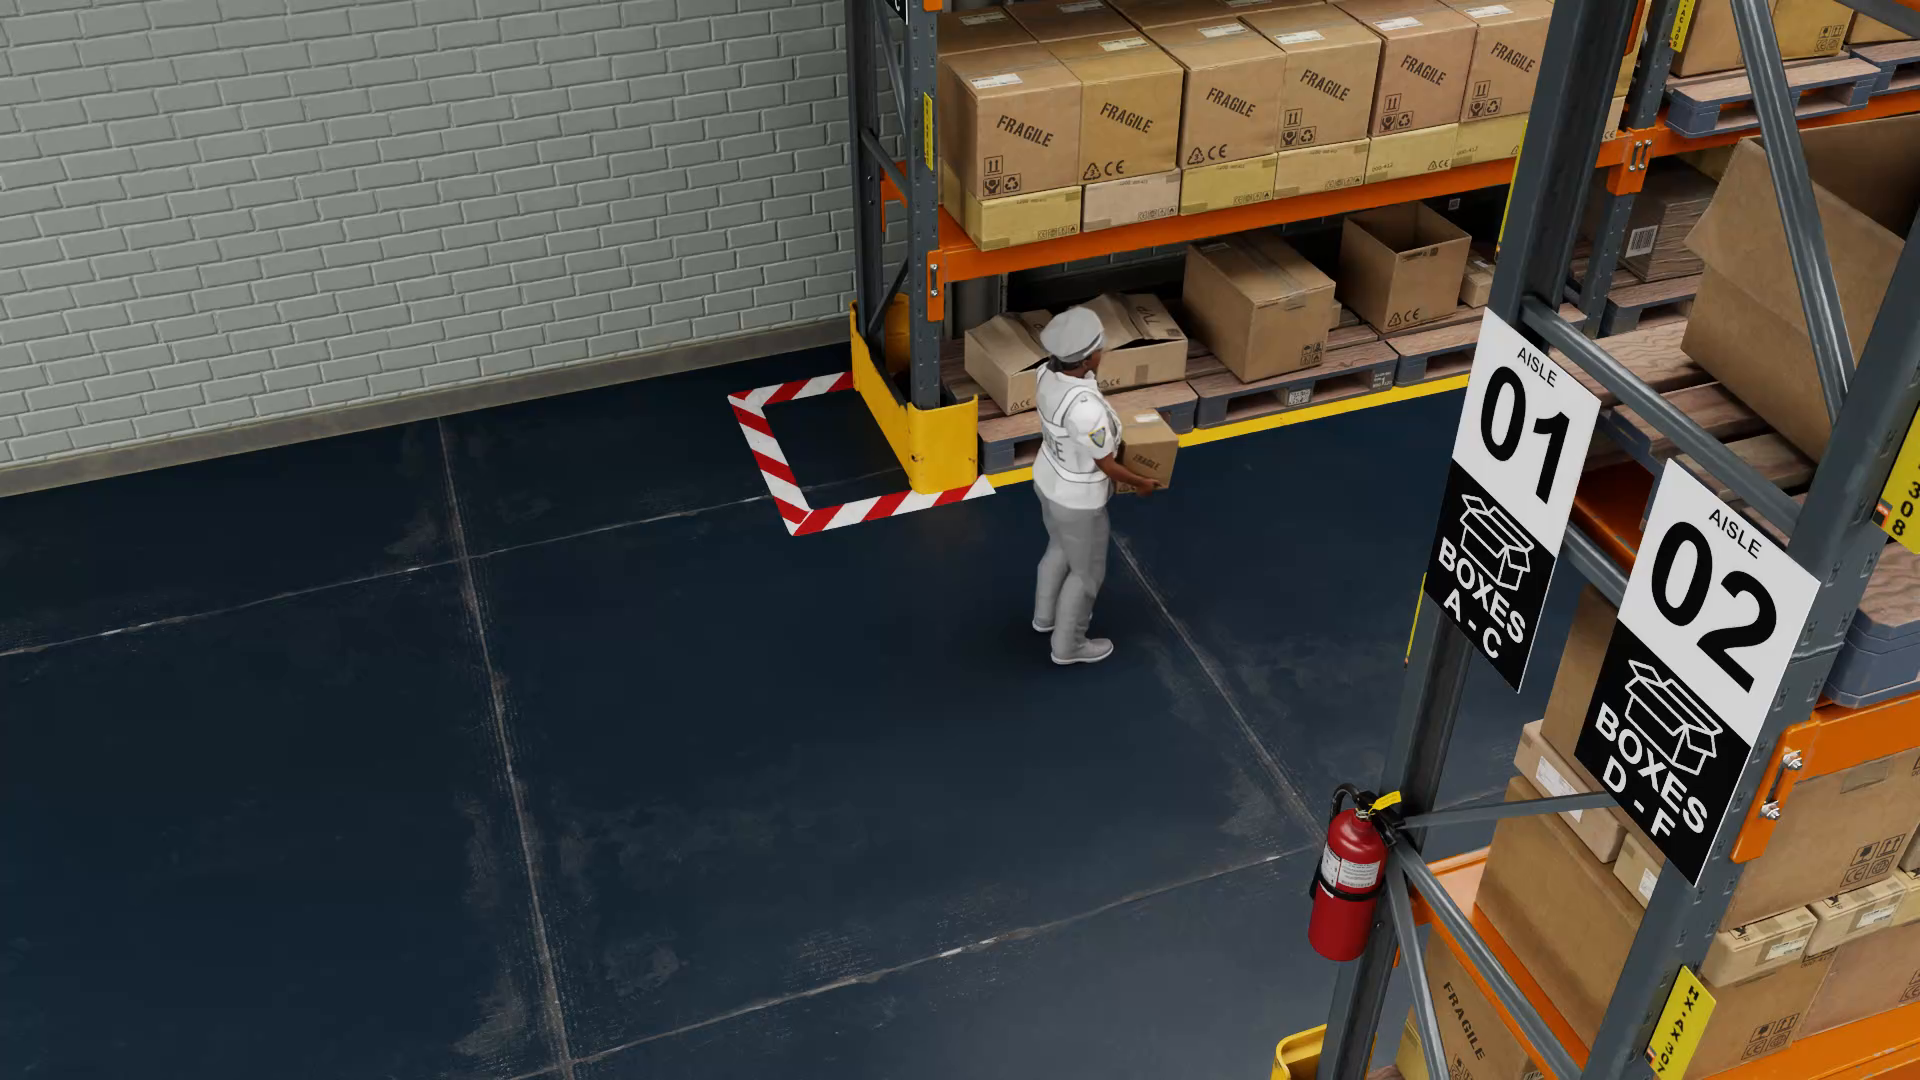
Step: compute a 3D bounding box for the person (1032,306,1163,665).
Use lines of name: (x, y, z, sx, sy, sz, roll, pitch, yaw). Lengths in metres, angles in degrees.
person: (0.567, -0.229, 7.059, 0.512, 1.692, 0.445, -12, 40, -15)
